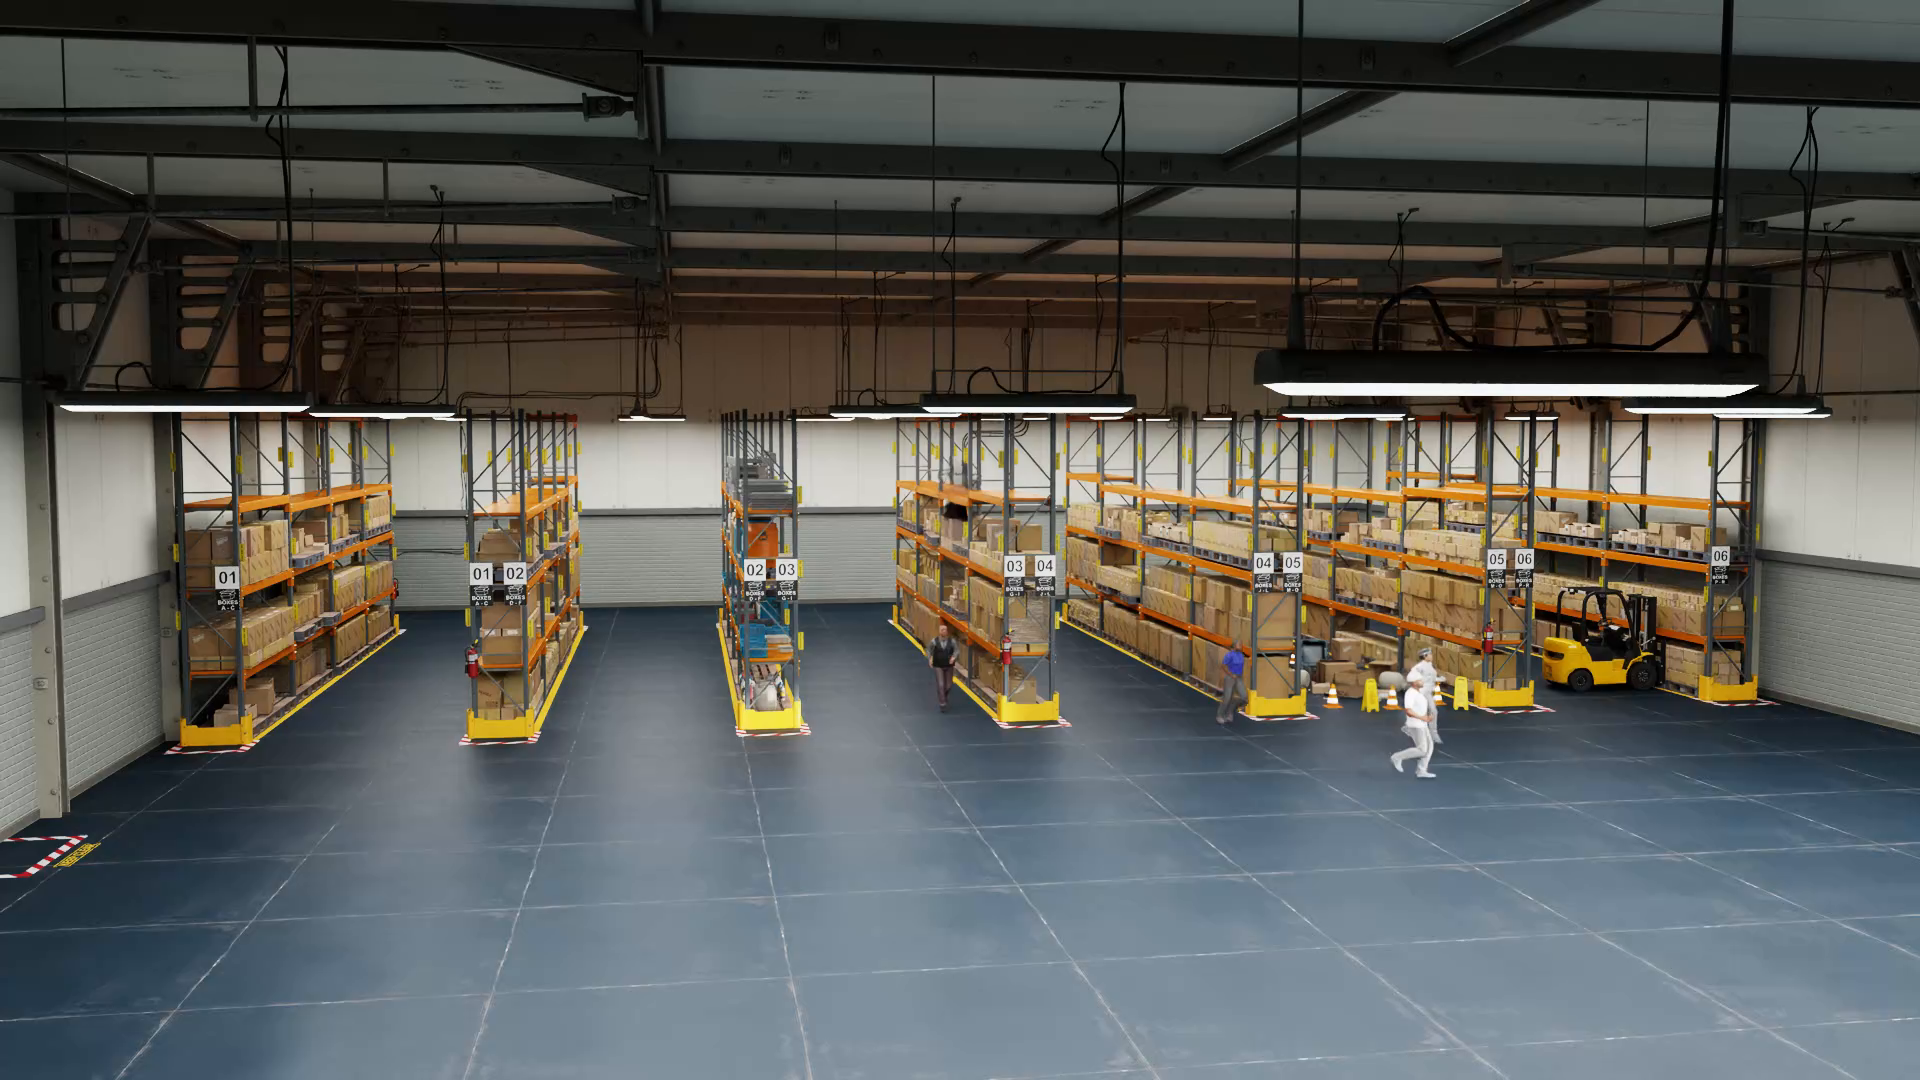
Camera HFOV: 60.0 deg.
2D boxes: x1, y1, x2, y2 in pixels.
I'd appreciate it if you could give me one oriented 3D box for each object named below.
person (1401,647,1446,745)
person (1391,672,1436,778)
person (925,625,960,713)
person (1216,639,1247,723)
[{"bbox_3d":[8.351,2.787,29.962,0.805,1.749,0.600,2,4,26],"label":"person"},{"bbox_3d":[7.356,2.986,26.903,0.706,1.723,0.706,2,4,23],"label":"person"},{"bbox_3d":[-0.341,2.545,33.213,0.684,1.696,0.908,-1,4,-9],"label":"person"},{"bbox_3d":[5.277,2.696,31.858,0.640,1.600,0.576,-3,5,-33],"label":"person"}]
